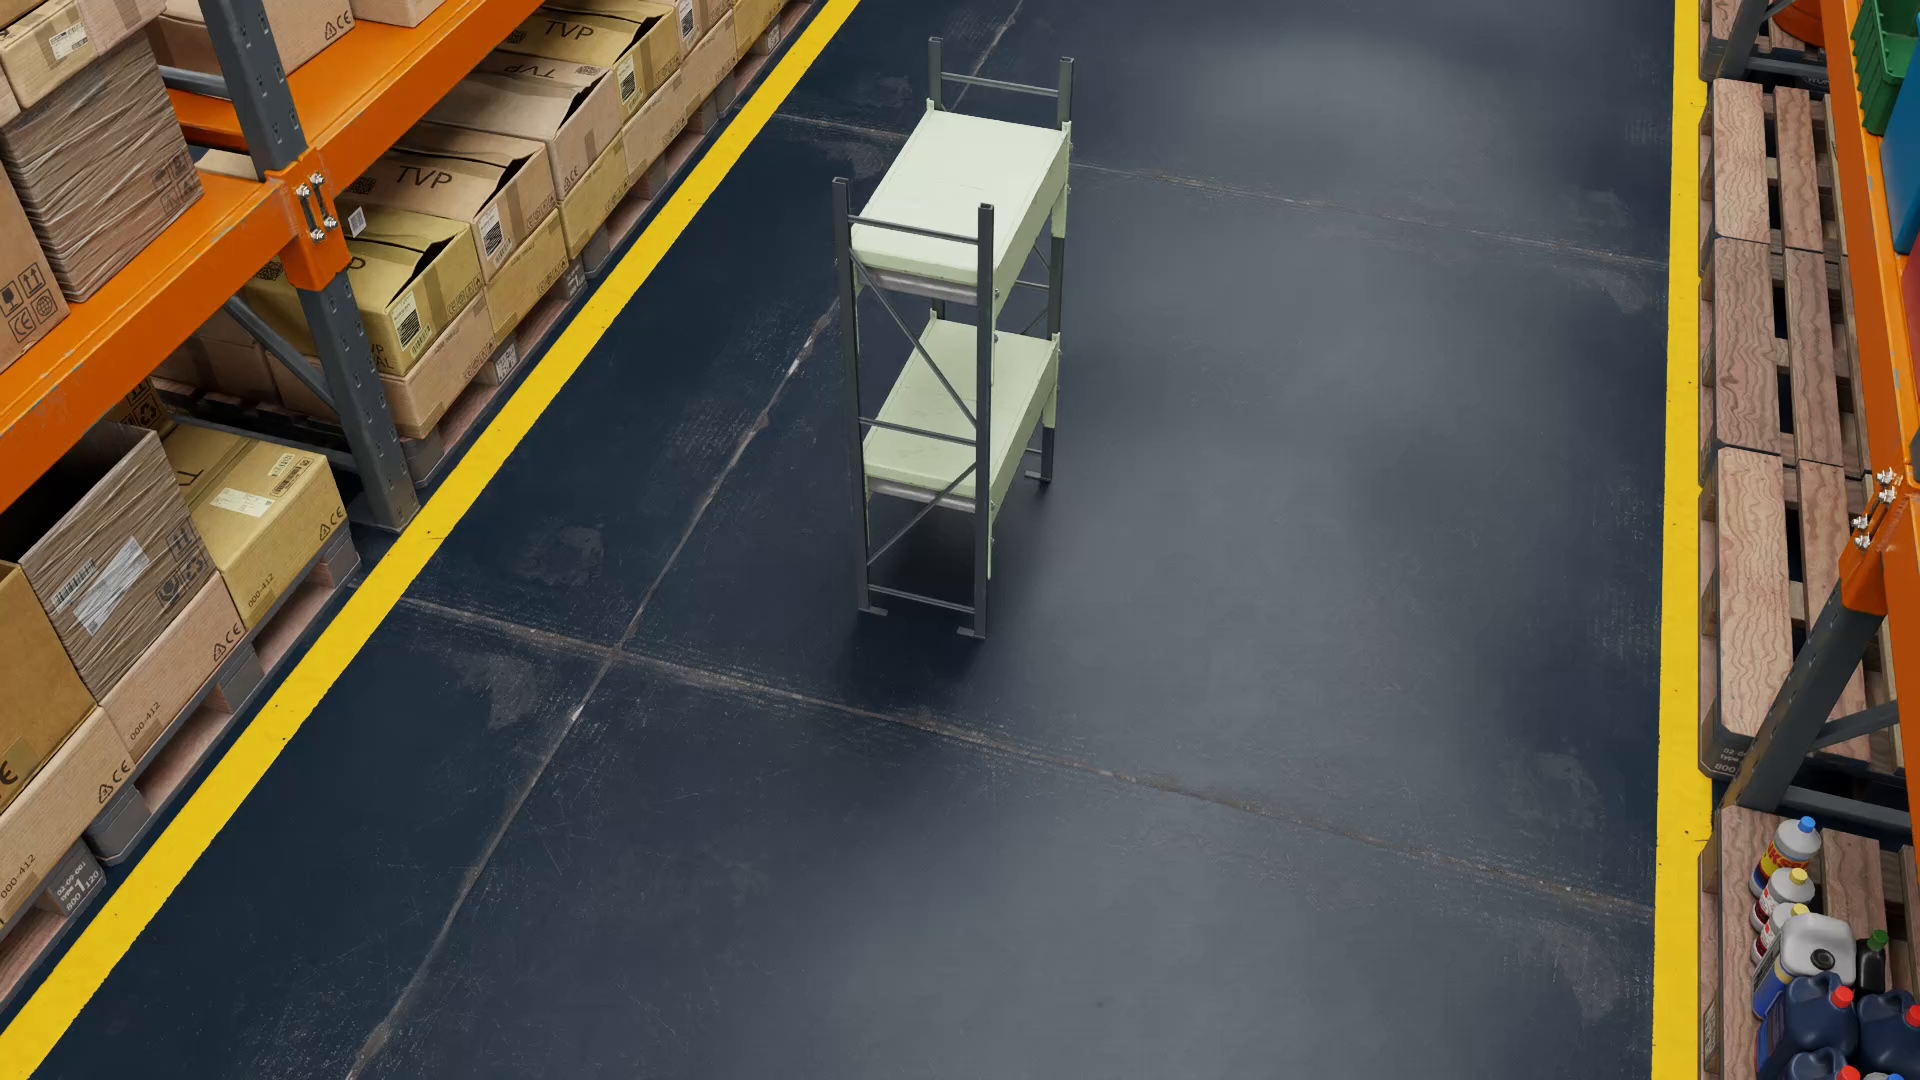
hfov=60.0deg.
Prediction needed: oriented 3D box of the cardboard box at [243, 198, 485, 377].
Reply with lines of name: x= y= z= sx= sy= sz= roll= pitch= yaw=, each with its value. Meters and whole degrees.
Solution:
cardboard box: x=-1.864 y=-0.826 z=5.214 sx=0.500 sy=0.311 sz=0.500 roll=13 pitch=46 yaw=13

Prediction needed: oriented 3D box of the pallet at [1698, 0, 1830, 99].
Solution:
pallet: x=3.903 y=-2.388 z=7.539 sx=1.003 sy=0.211 sz=1.213 roll=13 pitch=46 yaw=13

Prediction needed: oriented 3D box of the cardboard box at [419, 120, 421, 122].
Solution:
cardboard box: x=-2.073 y=-1.614 z=6.020 sx=0.500 sy=0.311 sz=0.500 roll=12 pitch=46 yaw=12

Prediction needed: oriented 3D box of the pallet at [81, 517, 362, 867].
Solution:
pallet: x=-2.508 y=0.282 z=4.811 sx=1.003 sy=0.211 sz=1.213 roll=13 pitch=46 yaw=13

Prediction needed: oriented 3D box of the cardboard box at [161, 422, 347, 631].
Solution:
cardboard box: x=-2.159 y=-0.048 z=4.820 sx=0.500 sy=0.250 sz=0.500 roll=13 pitch=46 yaw=13

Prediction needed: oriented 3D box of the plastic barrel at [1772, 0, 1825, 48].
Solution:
plastic barrel: x=3.836 y=-2.554 z=6.967 sx=0.600 sy=0.830 sz=0.708 roll=13 pitch=46 yaw=13

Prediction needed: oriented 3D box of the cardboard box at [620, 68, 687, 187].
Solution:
cardboard box: x=-1.403 y=-1.644 z=6.452 sx=0.500 sy=0.250 sz=0.500 roll=13 pitch=46 yaw=13

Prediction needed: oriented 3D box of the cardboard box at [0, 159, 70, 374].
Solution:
cardboard box: x=-2.509 y=-0.621 z=3.669 sx=0.700 sy=0.500 sz=0.500 roll=12 pitch=46 yaw=12

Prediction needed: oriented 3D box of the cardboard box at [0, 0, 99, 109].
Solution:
cardboard box: x=-2.182 y=-1.112 z=3.707 sx=0.380 sy=0.149 sz=0.250 roll=12 pitch=46 yaw=12

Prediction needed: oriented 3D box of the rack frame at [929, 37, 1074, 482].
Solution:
rack frame: x=0.109 y=-0.776 z=4.970 sx=0.400 sy=1.500 sz=0.023 roll=13 pitch=46 yaw=12

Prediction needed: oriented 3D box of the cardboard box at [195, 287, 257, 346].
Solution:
cardboard box: x=-2.378 y=-0.934 z=5.325 sx=0.500 sy=0.311 sz=0.500 roll=13 pitch=46 yaw=13

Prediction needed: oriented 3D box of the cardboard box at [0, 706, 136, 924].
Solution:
cardboard box: x=-2.457 y=0.620 z=4.137 sx=0.500 sy=0.250 sz=0.500 roll=13 pitch=46 yaw=13

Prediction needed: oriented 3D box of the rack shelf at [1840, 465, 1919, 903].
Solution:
rack shelf: x=1.887 y=1.406 z=2.183 sx=1.077 sy=0.370 sz=4.000 roll=13 pitch=46 yaw=13

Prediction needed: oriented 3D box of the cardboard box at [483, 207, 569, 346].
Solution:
cardboard box: x=-1.713 y=-0.960 z=5.752 sx=0.500 sy=0.250 sz=0.500 roll=14 pitch=46 yaw=14

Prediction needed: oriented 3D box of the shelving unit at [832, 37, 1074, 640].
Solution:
shelving unit: x=-0.002 y=-0.532 z=4.721 sx=0.431 sy=1.500 sz=0.755 roll=13 pitch=46 yaw=12

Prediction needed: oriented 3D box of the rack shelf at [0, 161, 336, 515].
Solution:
rack shelf: x=-2.833 y=0.355 z=3.257 sx=1.077 sy=0.370 sz=4.000 roll=13 pitch=46 yaw=13

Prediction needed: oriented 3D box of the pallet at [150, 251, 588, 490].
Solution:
pallet: x=-2.041 y=-0.738 z=5.854 sx=1.003 sy=0.211 sz=1.213 roll=13 pitch=46 yaw=13

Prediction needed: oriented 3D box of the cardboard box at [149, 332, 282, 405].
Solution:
cardboard box: x=-2.378 y=-0.741 z=5.528 sx=0.500 sy=0.250 sz=0.500 roll=12 pitch=46 yaw=12

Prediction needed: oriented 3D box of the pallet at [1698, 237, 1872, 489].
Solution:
pallet: x=3.061 y=-0.535 z=5.646 sx=1.003 sy=0.211 sz=1.213 roll=13 pitch=46 yaw=13

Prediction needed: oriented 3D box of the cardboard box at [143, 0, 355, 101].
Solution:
cardboard box: x=-2.120 y=-1.519 z=4.765 sx=0.500 sy=0.250 sz=0.500 roll=15 pitch=46 yaw=15

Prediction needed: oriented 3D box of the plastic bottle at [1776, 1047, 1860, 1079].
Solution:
plastic bottle: x=1.796 y=1.182 z=3.477 sx=0.144 sy=0.351 sz=0.185 roll=11 pitch=45 yaw=11

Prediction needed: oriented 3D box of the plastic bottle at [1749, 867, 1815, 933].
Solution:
plastic bottle: x=1.948 y=0.846 z=3.927 sx=0.097 sy=0.201 sz=0.097 roll=0 pitch=44 yaw=0

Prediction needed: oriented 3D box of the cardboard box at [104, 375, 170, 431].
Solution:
cardboard box: x=-2.666 y=-0.428 z=4.672 sx=0.500 sy=0.500 sz=0.500 roll=13 pitch=46 yaw=13

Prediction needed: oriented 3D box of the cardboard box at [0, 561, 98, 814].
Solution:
cardboard box: x=-2.469 y=0.349 z=3.878 sx=0.500 sy=0.500 sz=0.500 roll=13 pitch=46 yaw=13

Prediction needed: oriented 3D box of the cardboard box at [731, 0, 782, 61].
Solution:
cardboard box: x=-1.095 y=-2.323 z=7.144 sx=0.500 sy=0.250 sz=0.500 roll=12 pitch=46 yaw=12

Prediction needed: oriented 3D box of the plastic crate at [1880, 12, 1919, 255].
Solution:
plastic crate: x=2.530 y=-0.979 z=4.118 sx=0.392 sy=0.384 sz=0.575 roll=13 pitch=46 yaw=13

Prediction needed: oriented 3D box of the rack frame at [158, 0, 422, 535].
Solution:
rack frame: x=-2.227 y=-1.236 z=4.368 sx=1.000 sy=3.000 sz=0.127 roll=13 pitch=46 yaw=13

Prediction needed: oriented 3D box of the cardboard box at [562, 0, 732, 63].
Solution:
cardboard box: x=-1.246 y=-2.185 z=6.603 sx=0.500 sy=0.311 sz=0.500 roll=12 pitch=46 yaw=12

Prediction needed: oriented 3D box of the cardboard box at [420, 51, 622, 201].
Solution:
cardboard box: x=-1.552 y=-1.504 z=5.907 sx=0.500 sy=0.311 sz=0.500 roll=11 pitch=45 yaw=11

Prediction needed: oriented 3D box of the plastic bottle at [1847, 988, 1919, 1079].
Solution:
plastic bottle: x=1.990 y=1.086 z=3.575 sx=0.144 sy=0.351 sz=0.185 roll=13 pitch=46 yaw=13

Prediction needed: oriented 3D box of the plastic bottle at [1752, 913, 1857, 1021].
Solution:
plastic bottle: x=1.907 y=0.973 z=3.744 sx=0.152 sy=0.276 sz=0.135 roll=14 pitch=46 yaw=14

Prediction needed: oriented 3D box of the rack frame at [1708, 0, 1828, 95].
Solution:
rack frame: x=3.704 y=-2.850 z=6.018 sx=1.000 sy=3.000 sz=0.127 roll=13 pitch=46 yaw=13

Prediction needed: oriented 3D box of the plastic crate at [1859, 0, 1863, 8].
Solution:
plastic crate: x=2.923 y=-1.861 z=4.961 sx=0.402 sy=0.464 sz=0.583 roll=13 pitch=46 yaw=13

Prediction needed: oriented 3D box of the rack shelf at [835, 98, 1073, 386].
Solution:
rack shelf: x=-0.002 y=-0.811 z=4.448 sx=0.431 sy=0.370 sz=0.720 roll=13 pitch=46 yaw=12

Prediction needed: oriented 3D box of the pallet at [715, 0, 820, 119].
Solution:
pallet: x=-1.302 y=-2.365 z=7.516 sx=1.003 sy=0.211 sz=1.213 roll=13 pitch=46 yaw=13
